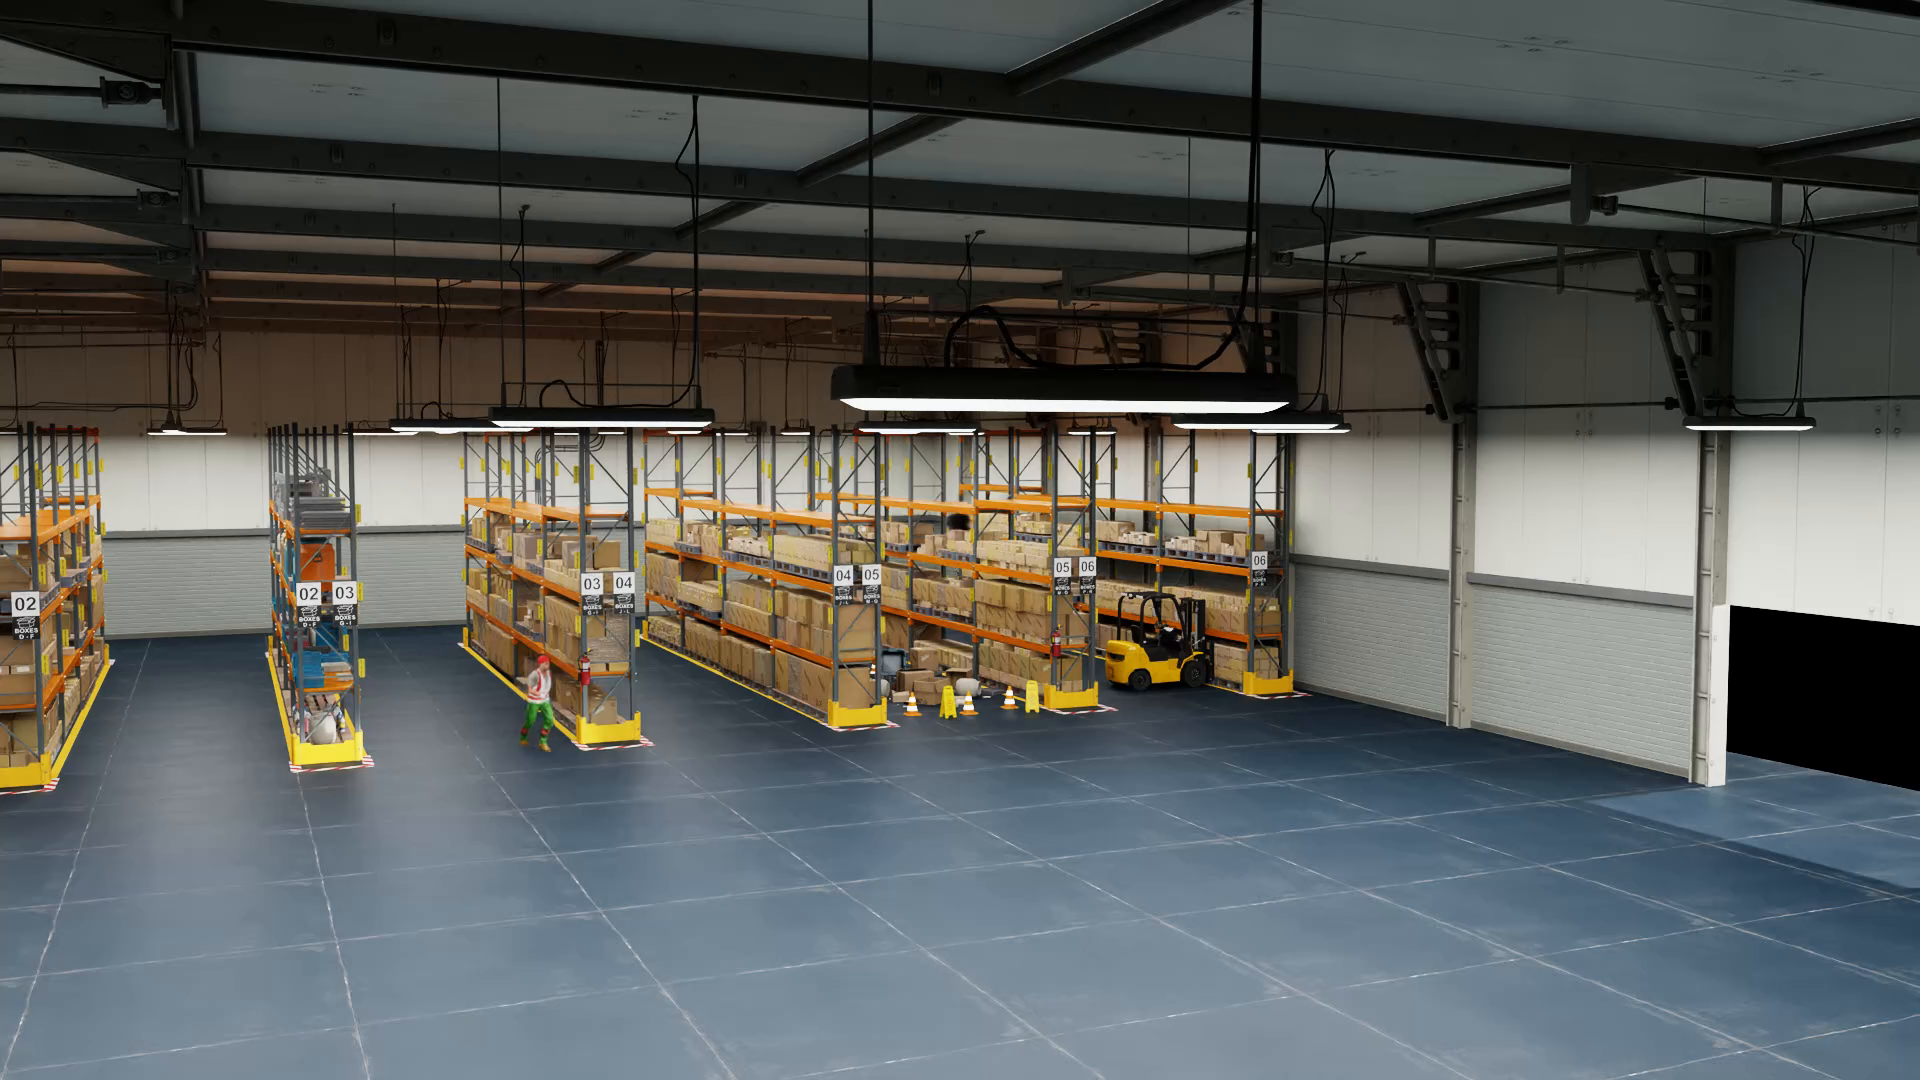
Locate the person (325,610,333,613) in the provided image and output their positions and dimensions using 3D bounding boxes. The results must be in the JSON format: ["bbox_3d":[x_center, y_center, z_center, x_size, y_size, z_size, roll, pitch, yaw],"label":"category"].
[{"bbox_3d":[-17.219,2.159,45.182,0.759,1.650,0.582,0,3,2],"label":"person"}]

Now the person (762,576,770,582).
[{"bbox_3d":[-5.776,1.781,49.791,0.432,1.779,0.610,1,4,19],"label":"person"}]

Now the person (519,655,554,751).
[{"bbox_3d":[-7.750,2.998,30.605,0.899,1.784,0.654,3,5,42],"label":"person"}]
